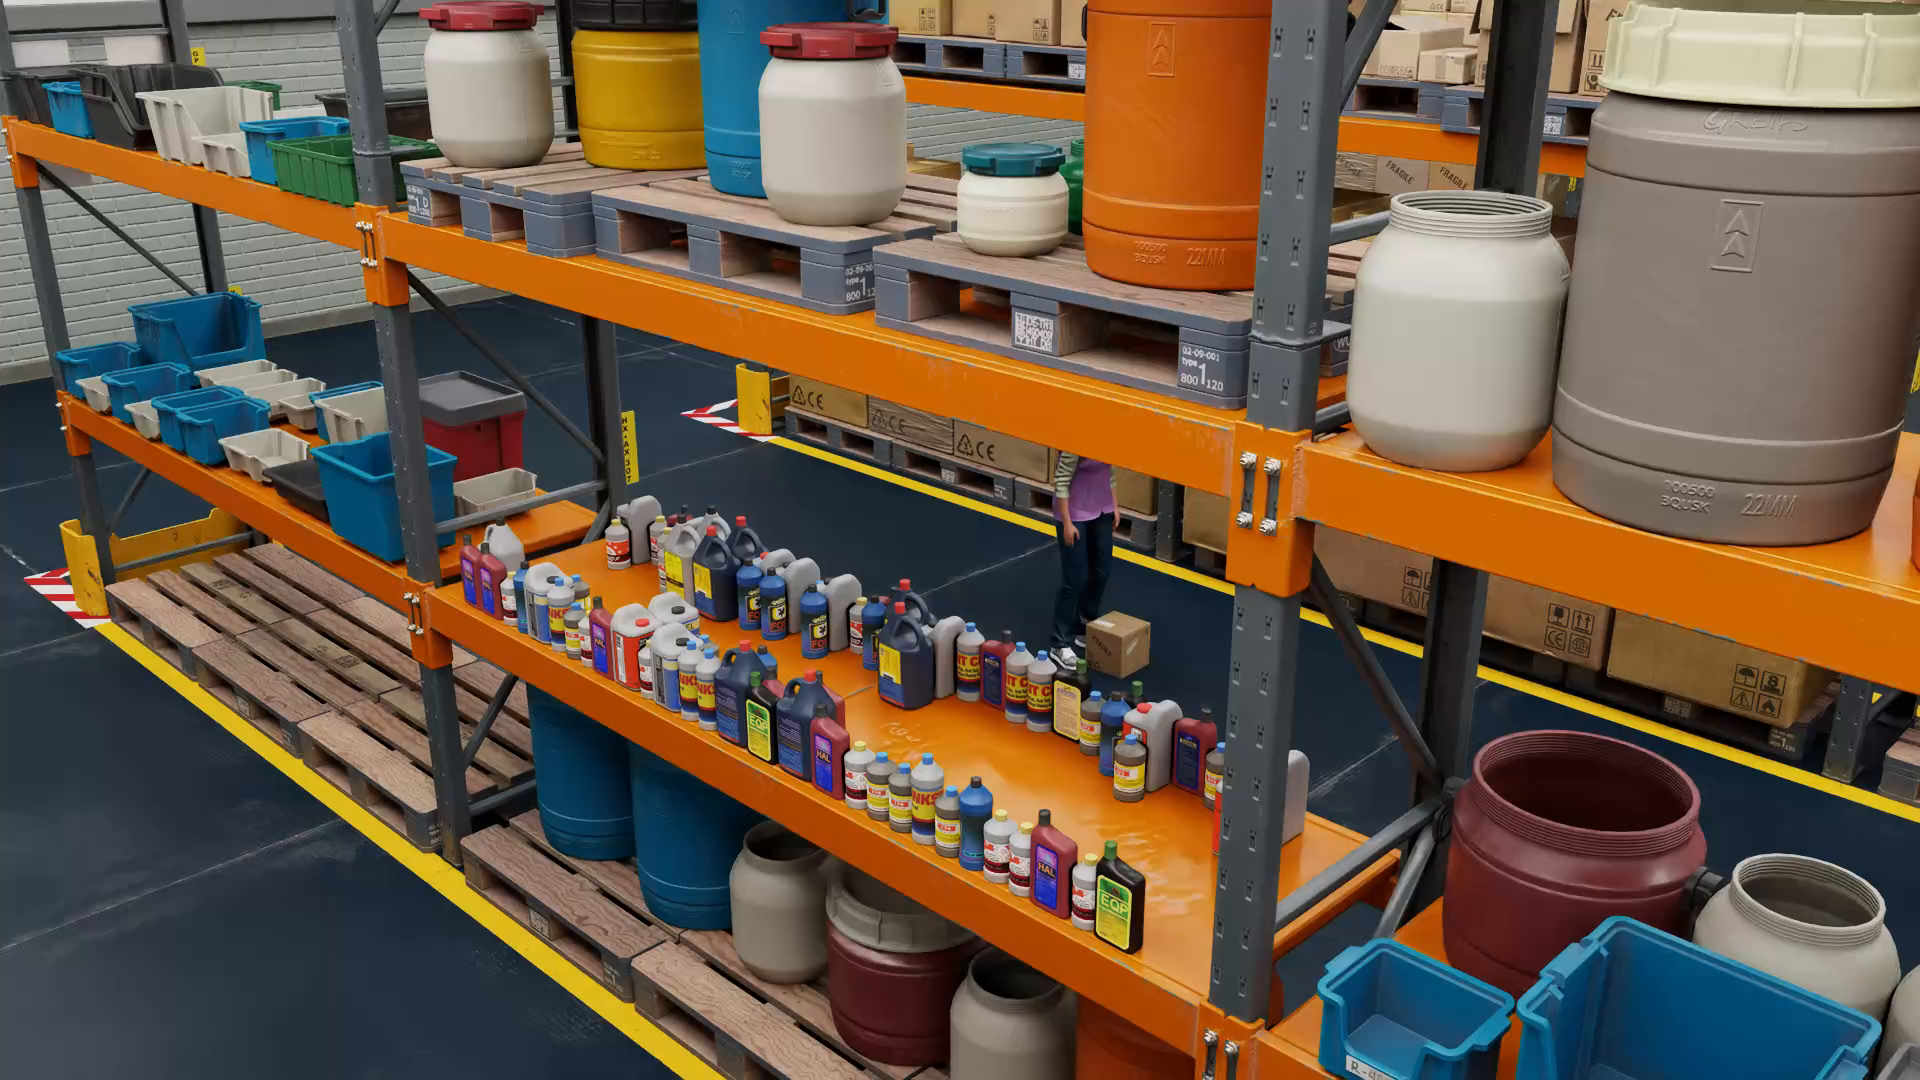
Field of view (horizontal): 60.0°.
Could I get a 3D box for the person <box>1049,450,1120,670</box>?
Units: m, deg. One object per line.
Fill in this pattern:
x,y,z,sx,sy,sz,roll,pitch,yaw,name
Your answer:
0.681,-0.118,8.904,0.348,1.592,0.476,18,28,39,person
